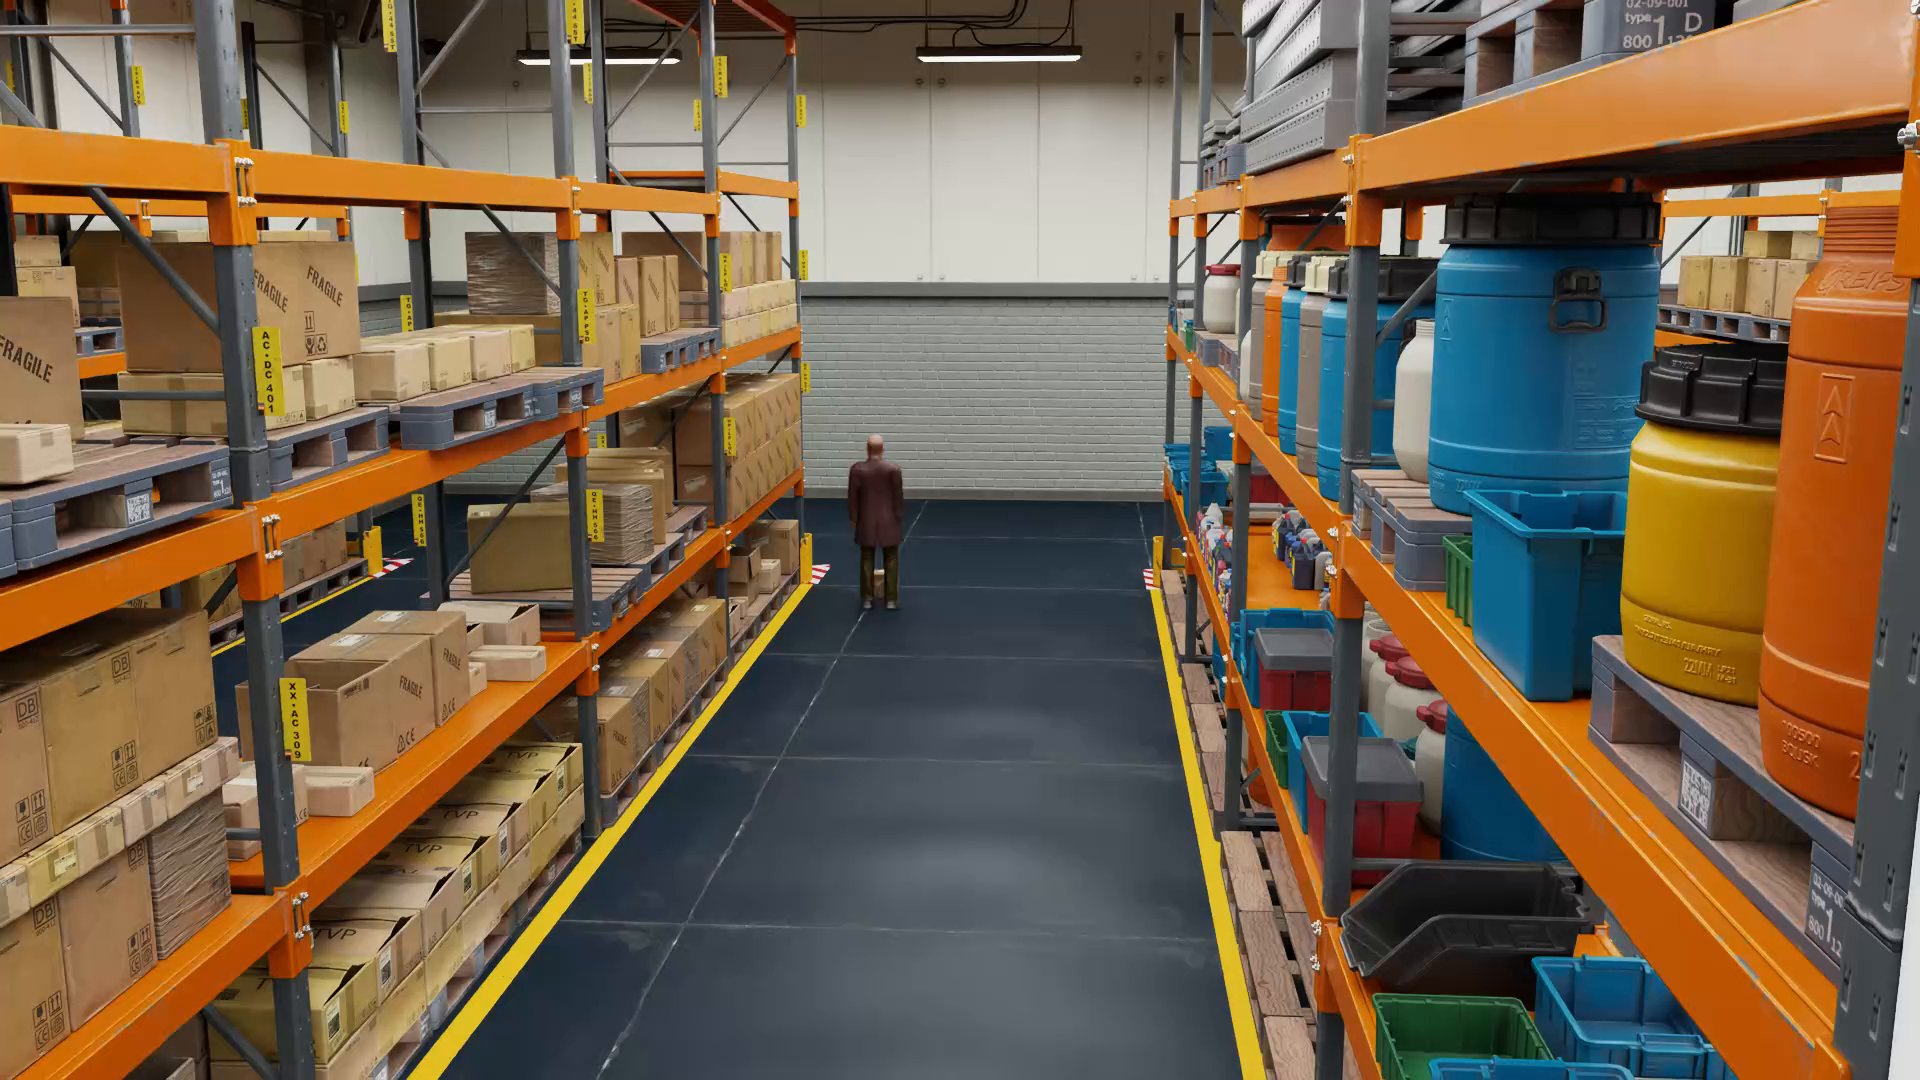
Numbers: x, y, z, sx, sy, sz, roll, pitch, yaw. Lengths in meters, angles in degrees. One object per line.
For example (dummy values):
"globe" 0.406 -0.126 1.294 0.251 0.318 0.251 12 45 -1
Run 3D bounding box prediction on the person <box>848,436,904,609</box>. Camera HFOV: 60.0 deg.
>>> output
"person" -0.856 -0.181 16.991 0.567 1.765 0.378 1 11 5
